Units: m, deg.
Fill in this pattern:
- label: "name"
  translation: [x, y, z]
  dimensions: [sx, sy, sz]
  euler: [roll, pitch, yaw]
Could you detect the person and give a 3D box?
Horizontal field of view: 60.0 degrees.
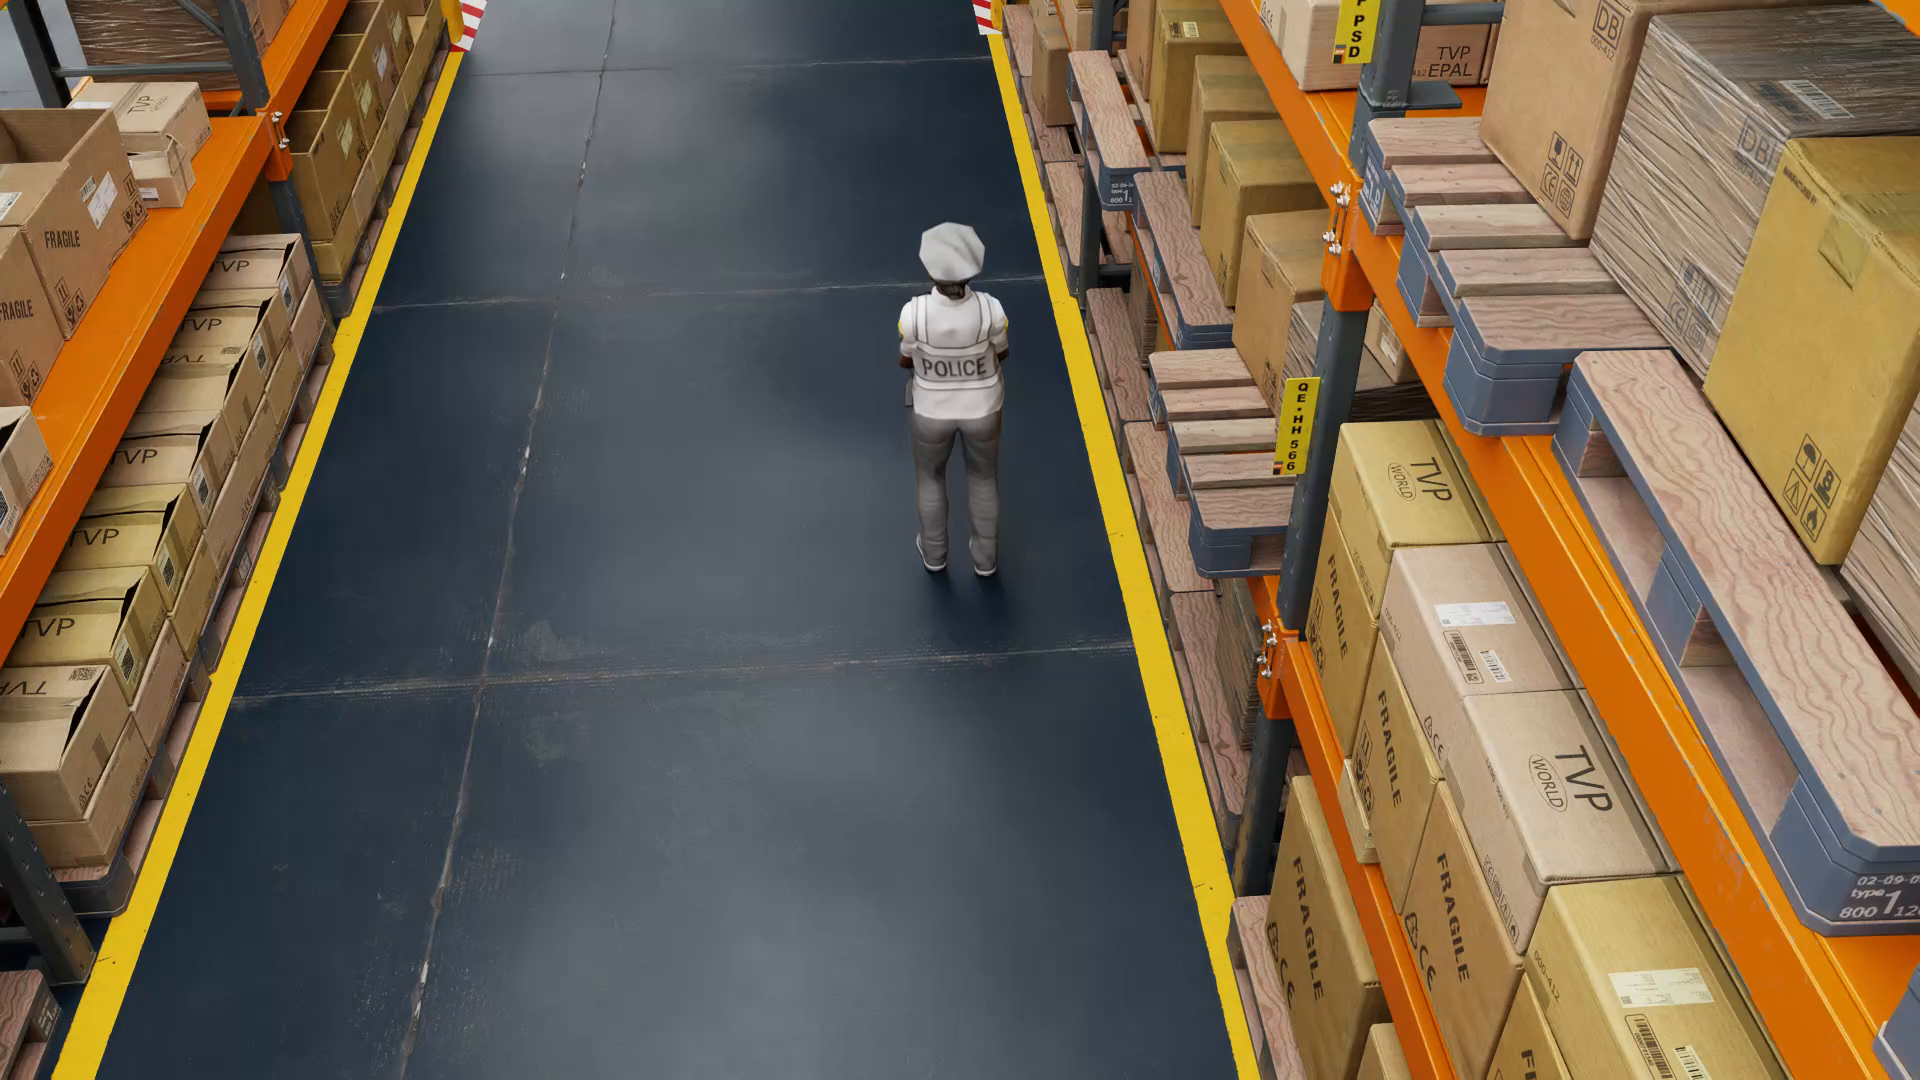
- label: "person"
  translation: [-0.026, -0.589, 6.850]
  dimensions: [0.449, 1.688, 0.539]
  euler: [-3, 39, -4]
